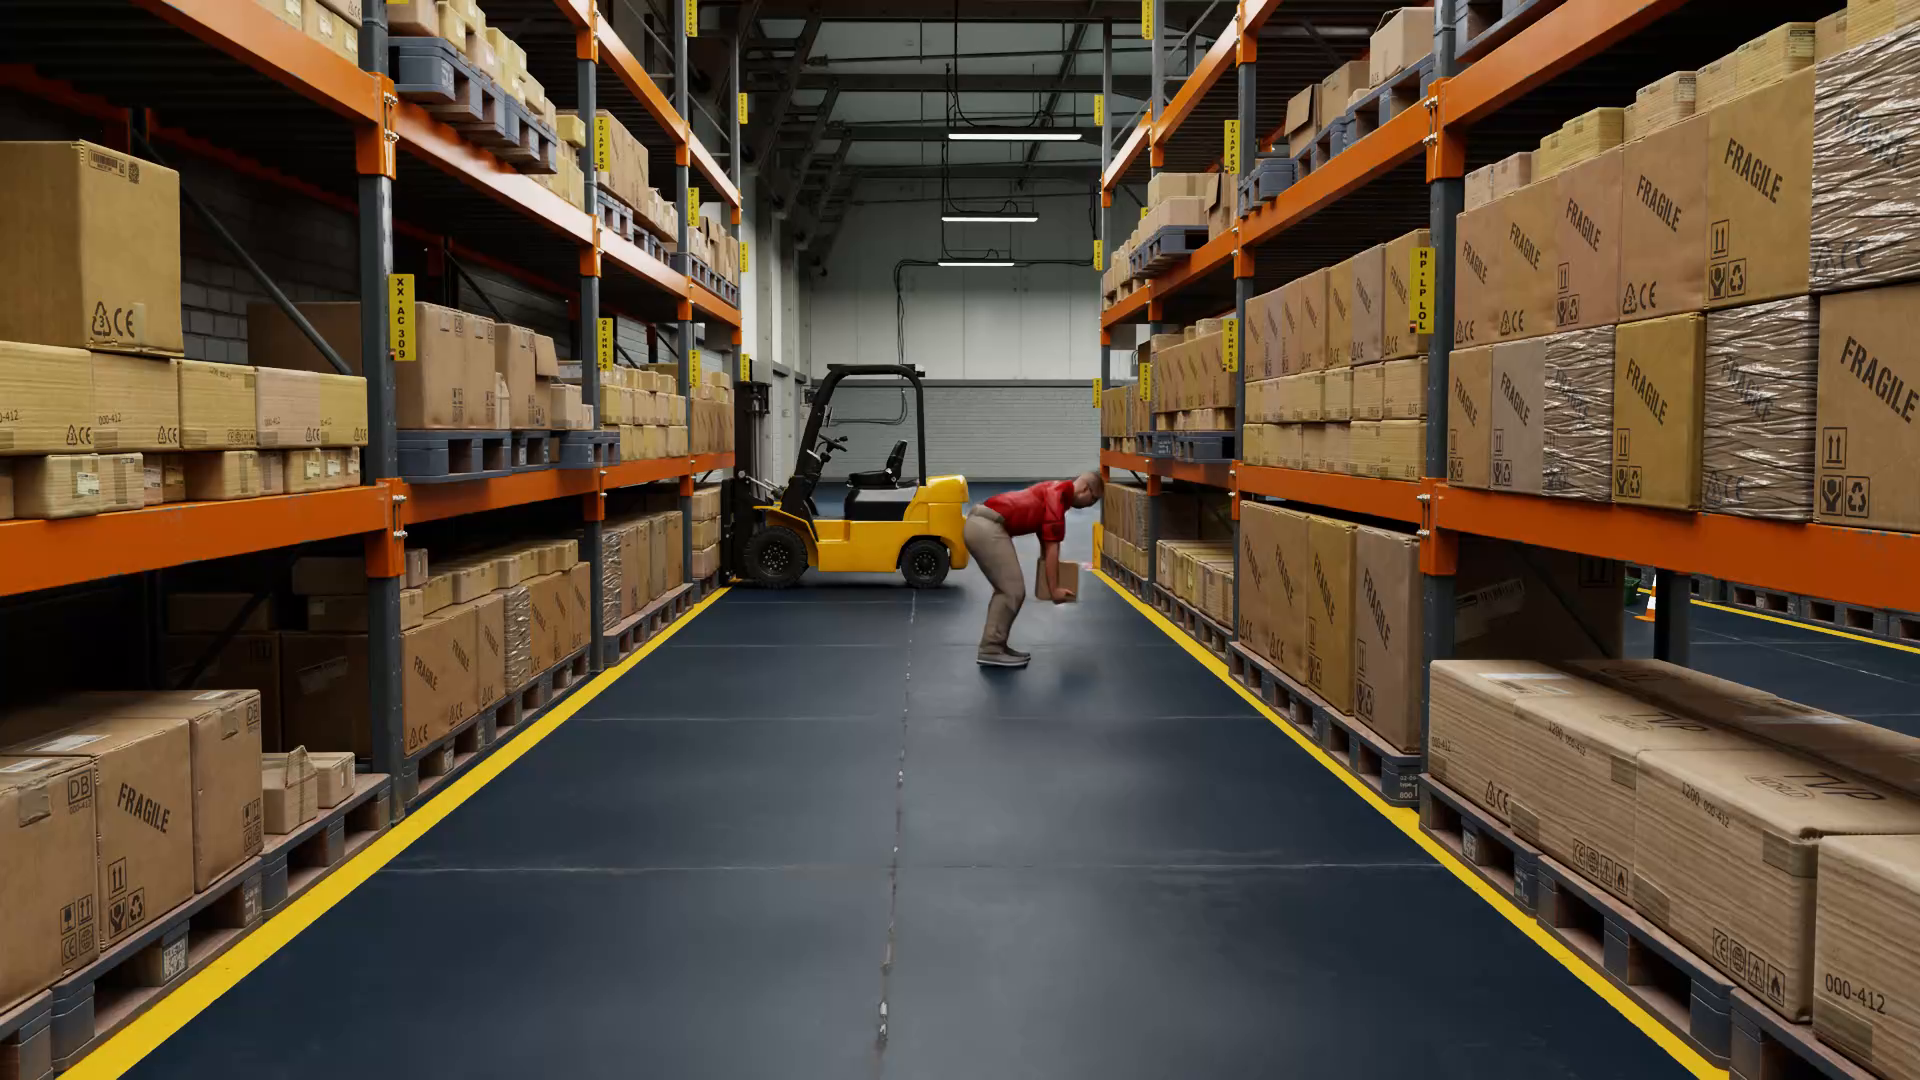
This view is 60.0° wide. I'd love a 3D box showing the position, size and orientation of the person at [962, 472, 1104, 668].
[{"bbox_3d":[0.478,0.182,10.795,0.925,1.250,0.482,0,4,-3],"label":"person"}]
